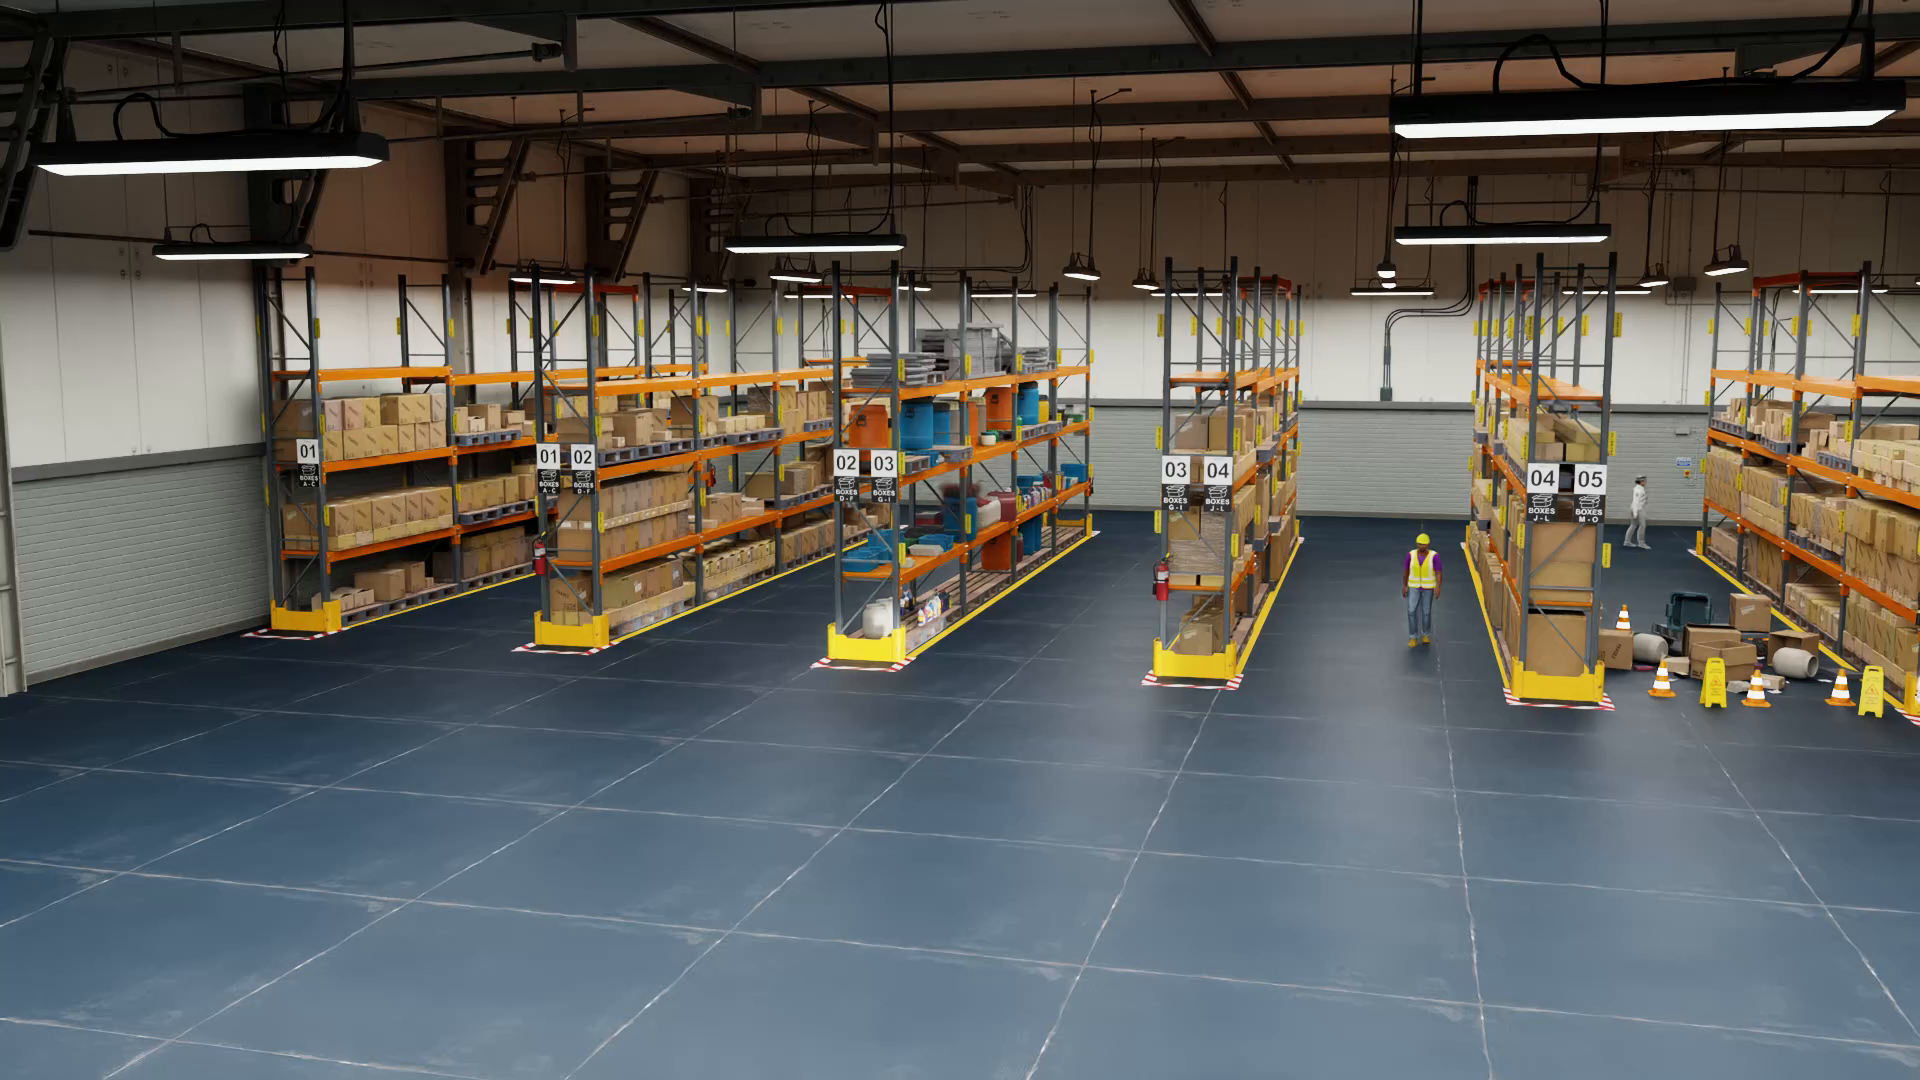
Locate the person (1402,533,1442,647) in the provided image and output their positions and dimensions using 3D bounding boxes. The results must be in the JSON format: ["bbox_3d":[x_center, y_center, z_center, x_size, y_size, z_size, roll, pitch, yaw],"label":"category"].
[{"bbox_3d":[7.332,0.795,26.409,0.621,1.807,0.581,3,8,22],"label":"person"}]

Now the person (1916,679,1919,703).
[{"bbox_3d":[11.279,1.759,19.110,0.870,1.622,0.526,-4,8,-26],"label":"person"}]

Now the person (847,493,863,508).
[{"bbox_3d":[-2.801,-1.536,44.584,0.554,1.762,0.815,-6,9,-38],"label":"person"}]

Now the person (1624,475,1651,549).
[{"bbox_3d":[15.570,-0.645,38.115,0.590,1.690,0.523,2,8,19],"label":"person"}]
